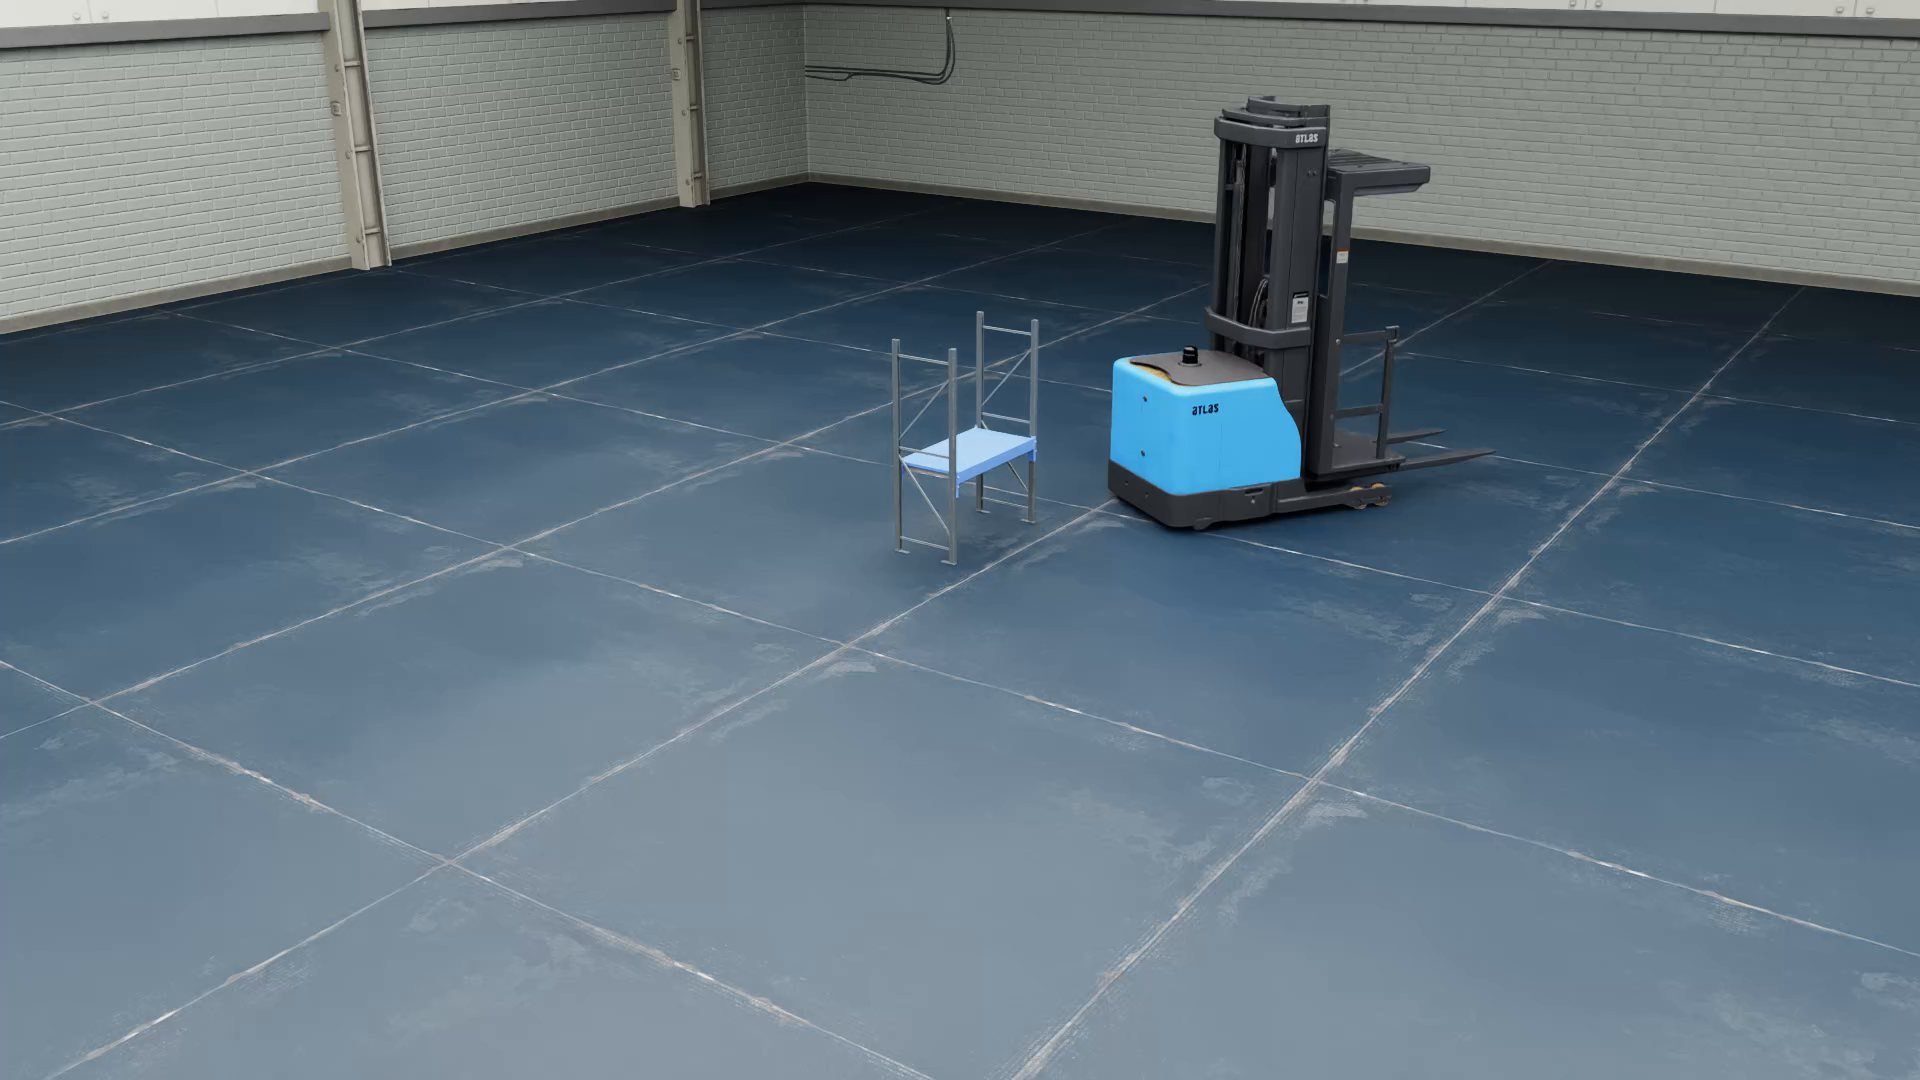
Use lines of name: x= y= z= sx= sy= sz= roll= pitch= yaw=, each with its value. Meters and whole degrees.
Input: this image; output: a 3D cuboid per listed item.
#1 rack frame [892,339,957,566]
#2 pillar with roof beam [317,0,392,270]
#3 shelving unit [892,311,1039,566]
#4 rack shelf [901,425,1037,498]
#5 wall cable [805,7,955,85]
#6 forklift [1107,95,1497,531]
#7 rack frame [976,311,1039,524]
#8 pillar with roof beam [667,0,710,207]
rack frame: x=-0.238 y=-0.582 z=11.177 sx=0.500 sy=1.500 sz=0.032 roll=13 pitch=24 yaw=32
pillar with roof beam: x=-3.939 y=-6.868 z=17.362 sx=9.100 sy=9.000 sz=0.400 roll=13 pitch=24 yaw=32
shelving unit: x=0.048 y=-0.728 z=11.571 sx=0.538 sy=1.500 sz=1.048 roll=13 pitch=24 yaw=32
rack shelf: x=0.048 y=-0.559 z=11.633 sx=0.538 sy=0.185 sz=1.000 roll=13 pitch=24 yaw=32
wall cable: x=-1.377 y=-8.561 z=26.413 sx=3.097 sy=2.526 sz=0.112 roll=13 pitch=24 yaw=32
forklift: x=2.684 y=-1.761 z=12.301 sx=3.031 sy=2.935 sz=1.130 roll=-9 pitch=22 yaw=-22
rack frame: x=0.334 y=-0.874 z=11.965 sx=0.500 sy=1.500 sz=0.032 roll=13 pitch=24 yaw=32
pillar with roof beam: x=-0.566 y=-8.590 z=22.016 sx=9.100 sy=9.000 sz=0.400 roll=13 pitch=24 yaw=32
